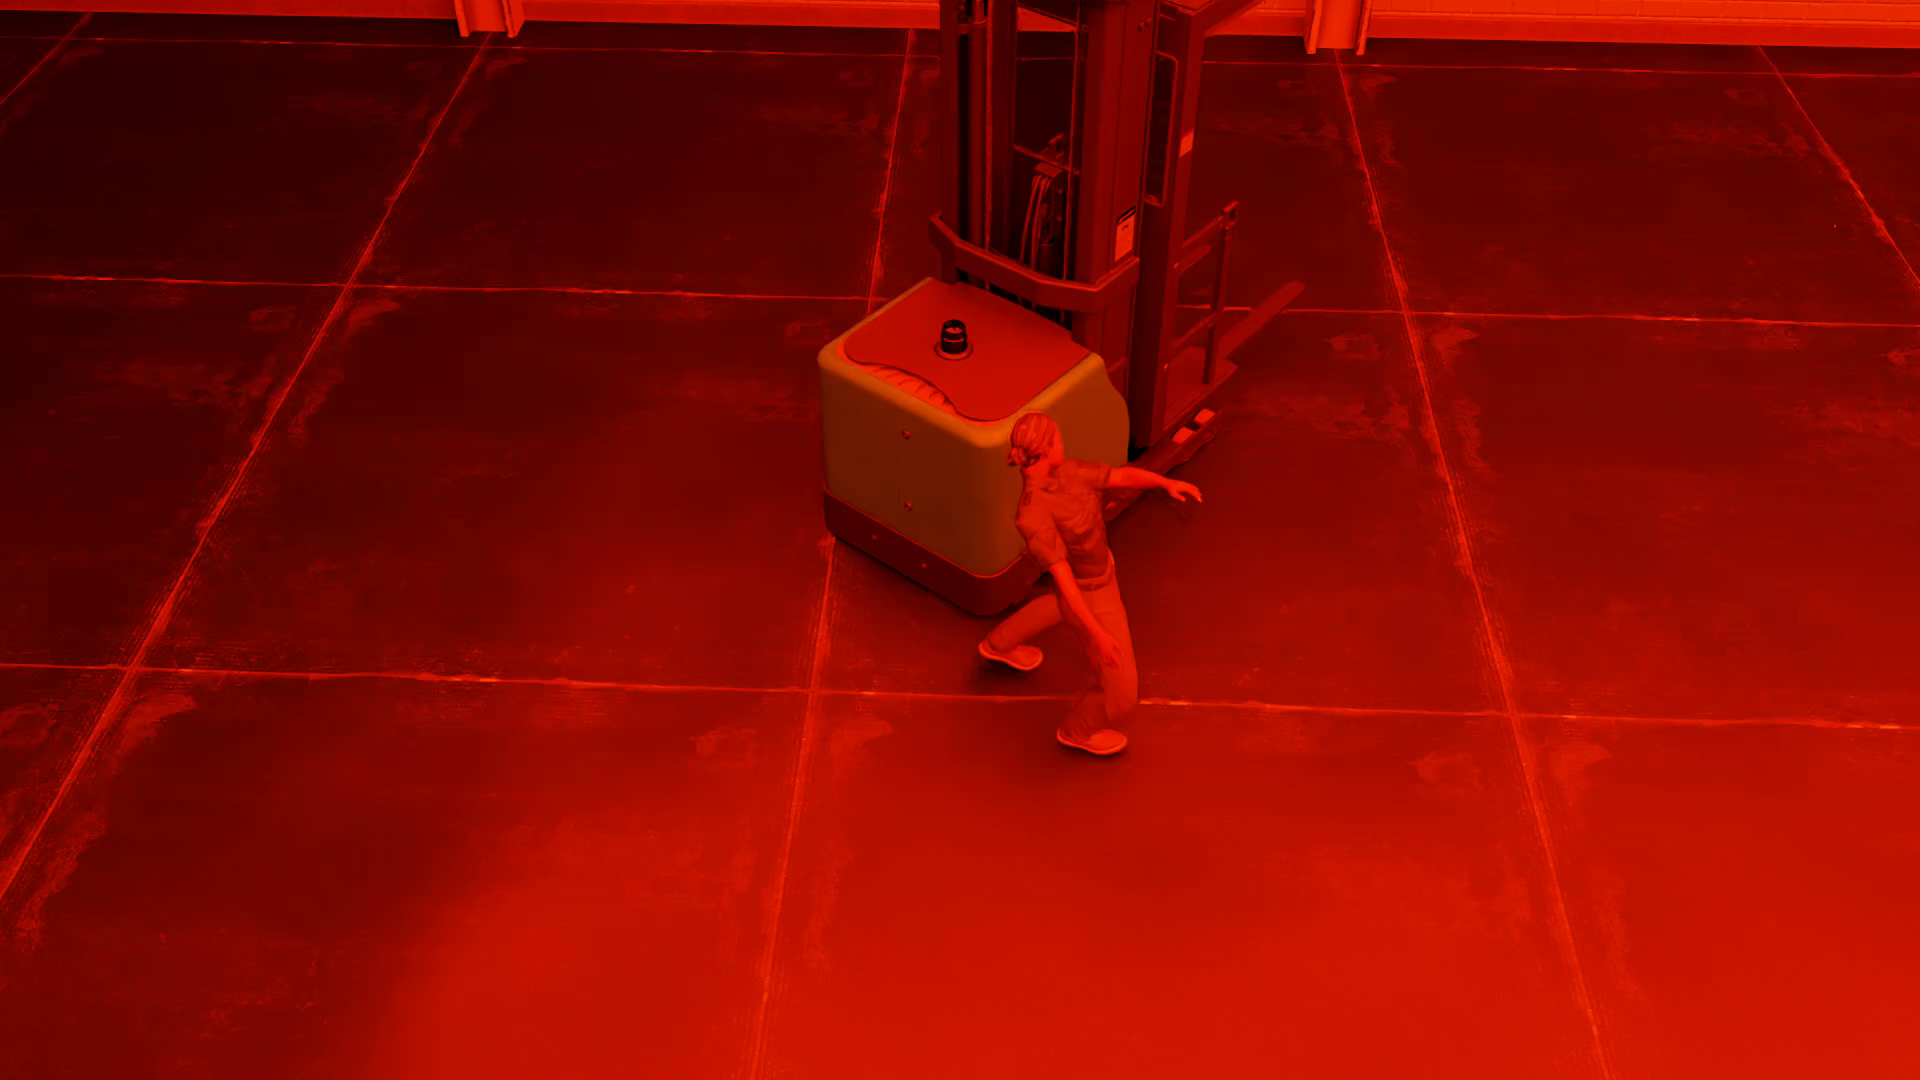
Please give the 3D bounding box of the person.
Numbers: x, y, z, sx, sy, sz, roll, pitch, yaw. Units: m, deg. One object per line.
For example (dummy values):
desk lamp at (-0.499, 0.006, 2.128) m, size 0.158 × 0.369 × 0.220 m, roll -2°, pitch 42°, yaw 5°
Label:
person at (0.500, 0.243, 6.538) m, size 0.809 × 1.457 × 0.877 m, roll -2°, pitch 42°, yaw -2°

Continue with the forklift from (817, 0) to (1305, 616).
forklift at (0.680, -1.673, 7.575) m, size 1.130 × 2.935 × 3.031 m, roll 29°, pitch 50°, yaw 28°
